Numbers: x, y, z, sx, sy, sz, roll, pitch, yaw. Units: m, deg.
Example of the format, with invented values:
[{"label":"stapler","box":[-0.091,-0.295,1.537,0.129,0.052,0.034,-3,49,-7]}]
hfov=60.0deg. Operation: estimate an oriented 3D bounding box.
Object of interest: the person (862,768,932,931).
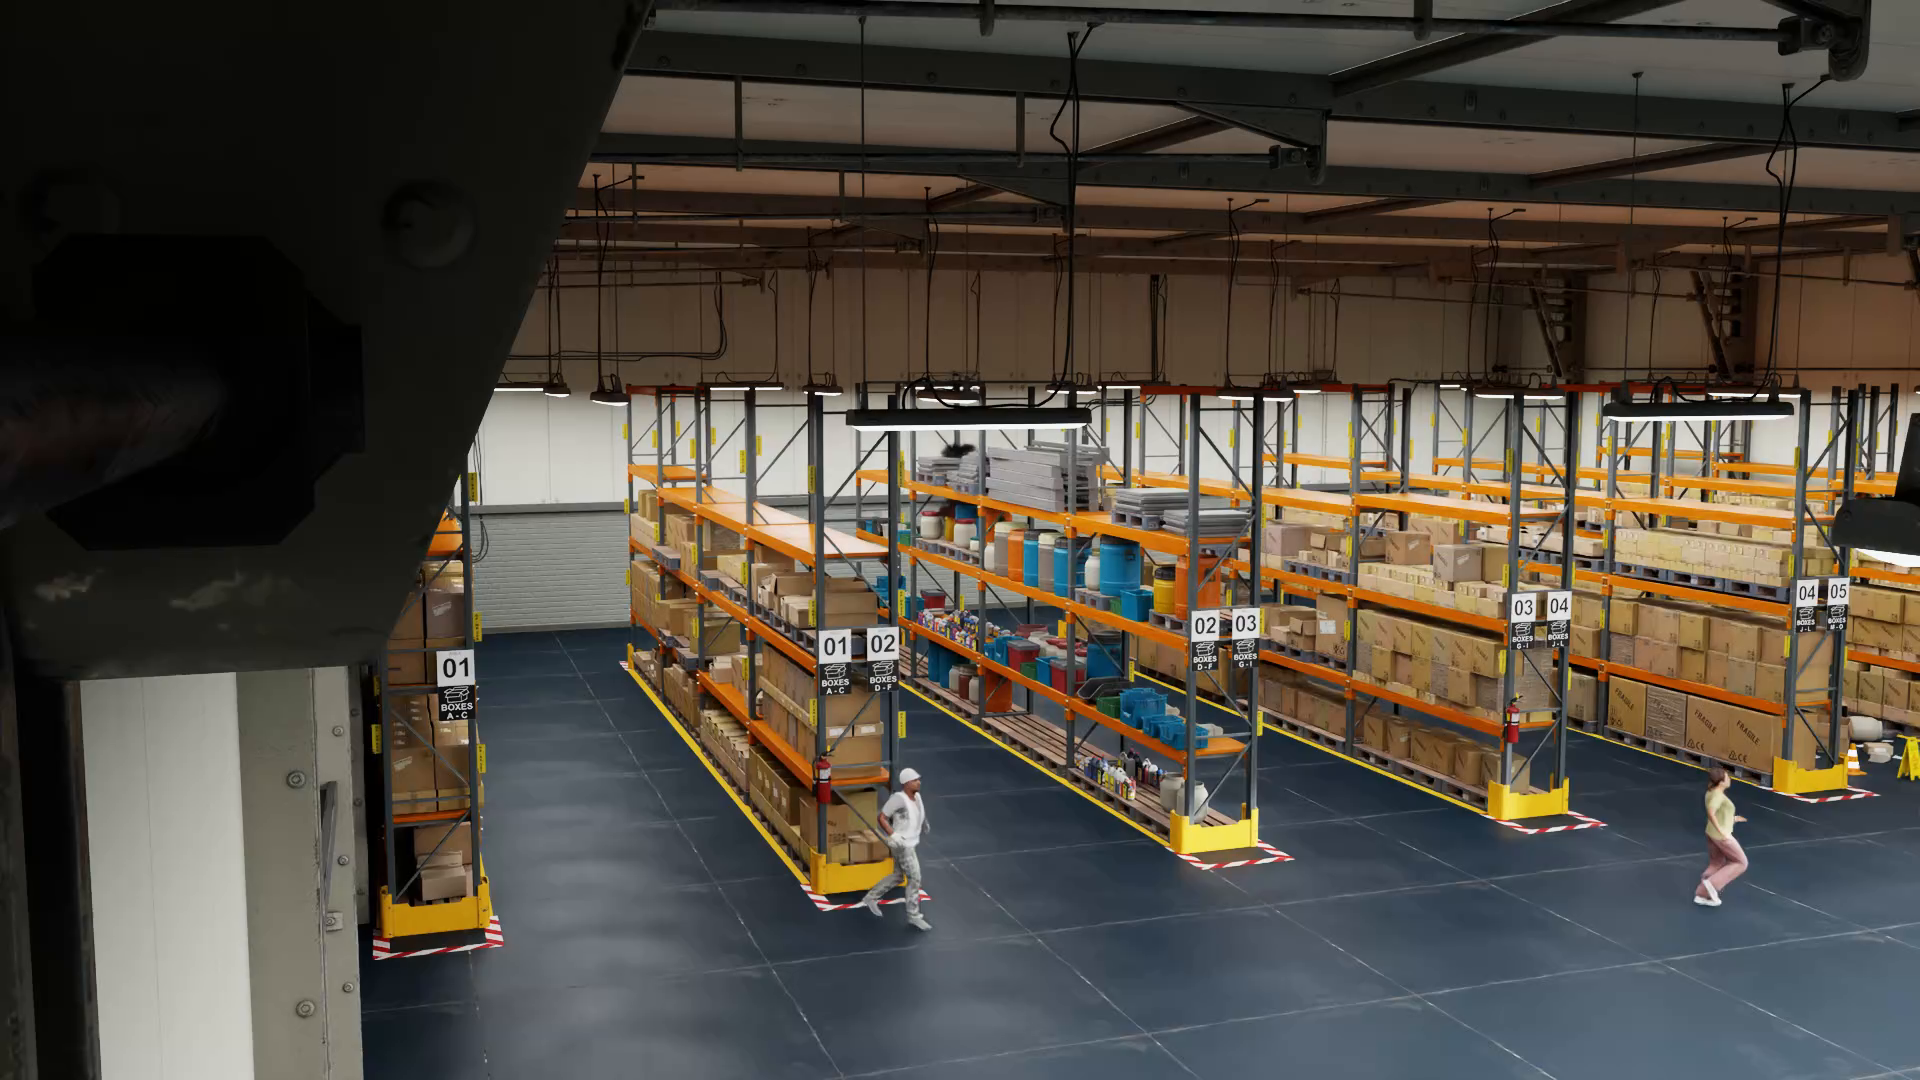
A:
[{"label":"person","box":[-0.680,3.482,18.985,0.868,1.806,0.685,2,6,16]}]

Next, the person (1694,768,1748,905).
[{"label":"person","box":[8.967,3.501,19.560,0.570,1.619,0.563,0,6,3]}]
